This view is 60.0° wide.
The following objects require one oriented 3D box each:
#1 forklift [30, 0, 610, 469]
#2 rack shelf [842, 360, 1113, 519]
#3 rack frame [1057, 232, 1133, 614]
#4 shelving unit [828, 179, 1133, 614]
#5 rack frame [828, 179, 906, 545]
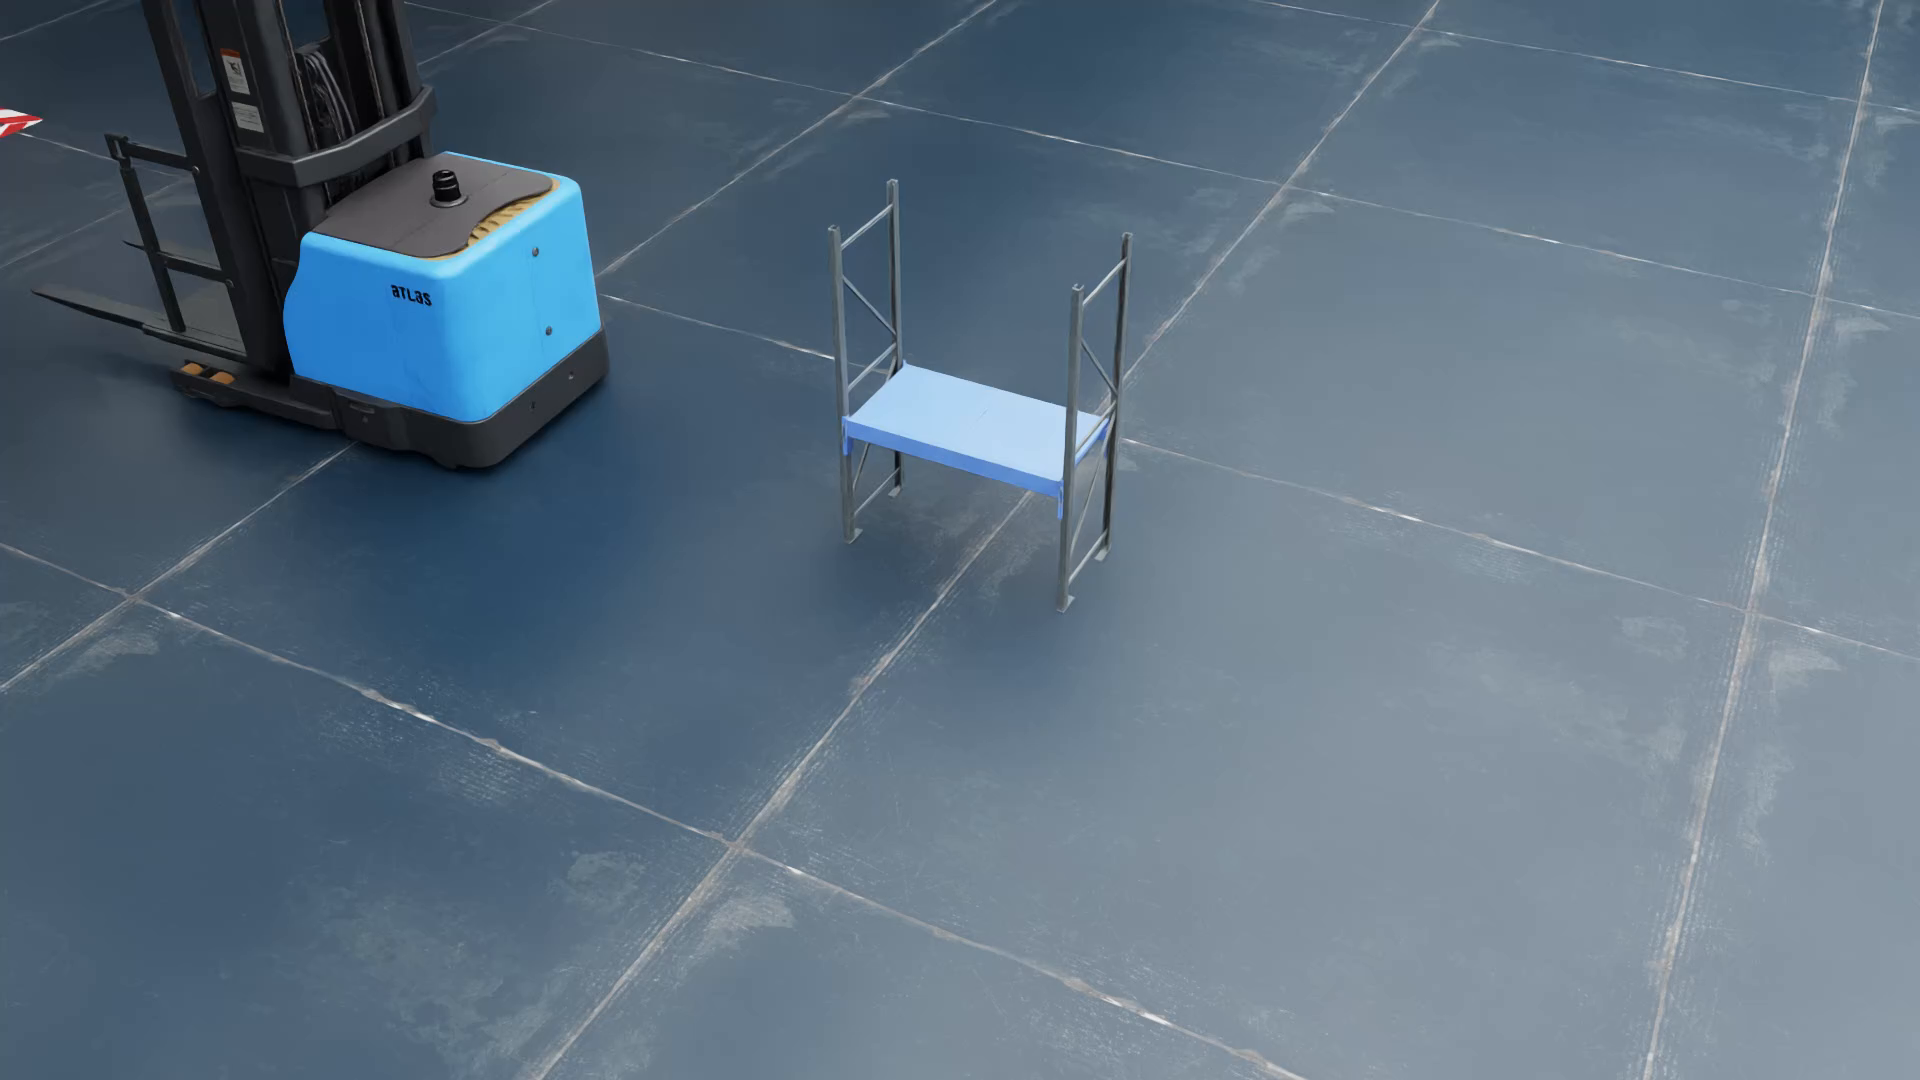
[{"bbox_3d":[-3.296,-2.088,7.577,3.031,2.935,1.130,16,40,20],"label":"forklift"},{"bbox_3d":[0.076,-0.430,6.874,1.000,0.185,0.538,17,41,21],"label":"rack shelf"},{"bbox_3d":[0.527,-0.432,6.579,0.032,1.500,0.500,17,41,21],"label":"rack frame"},{"bbox_3d":[0.076,-0.574,6.765,1.048,1.500,0.538,17,41,21],"label":"shelving unit"},{"bbox_3d":[-0.376,-0.715,6.952,0.032,1.500,0.500,17,41,21],"label":"rack frame"}]
